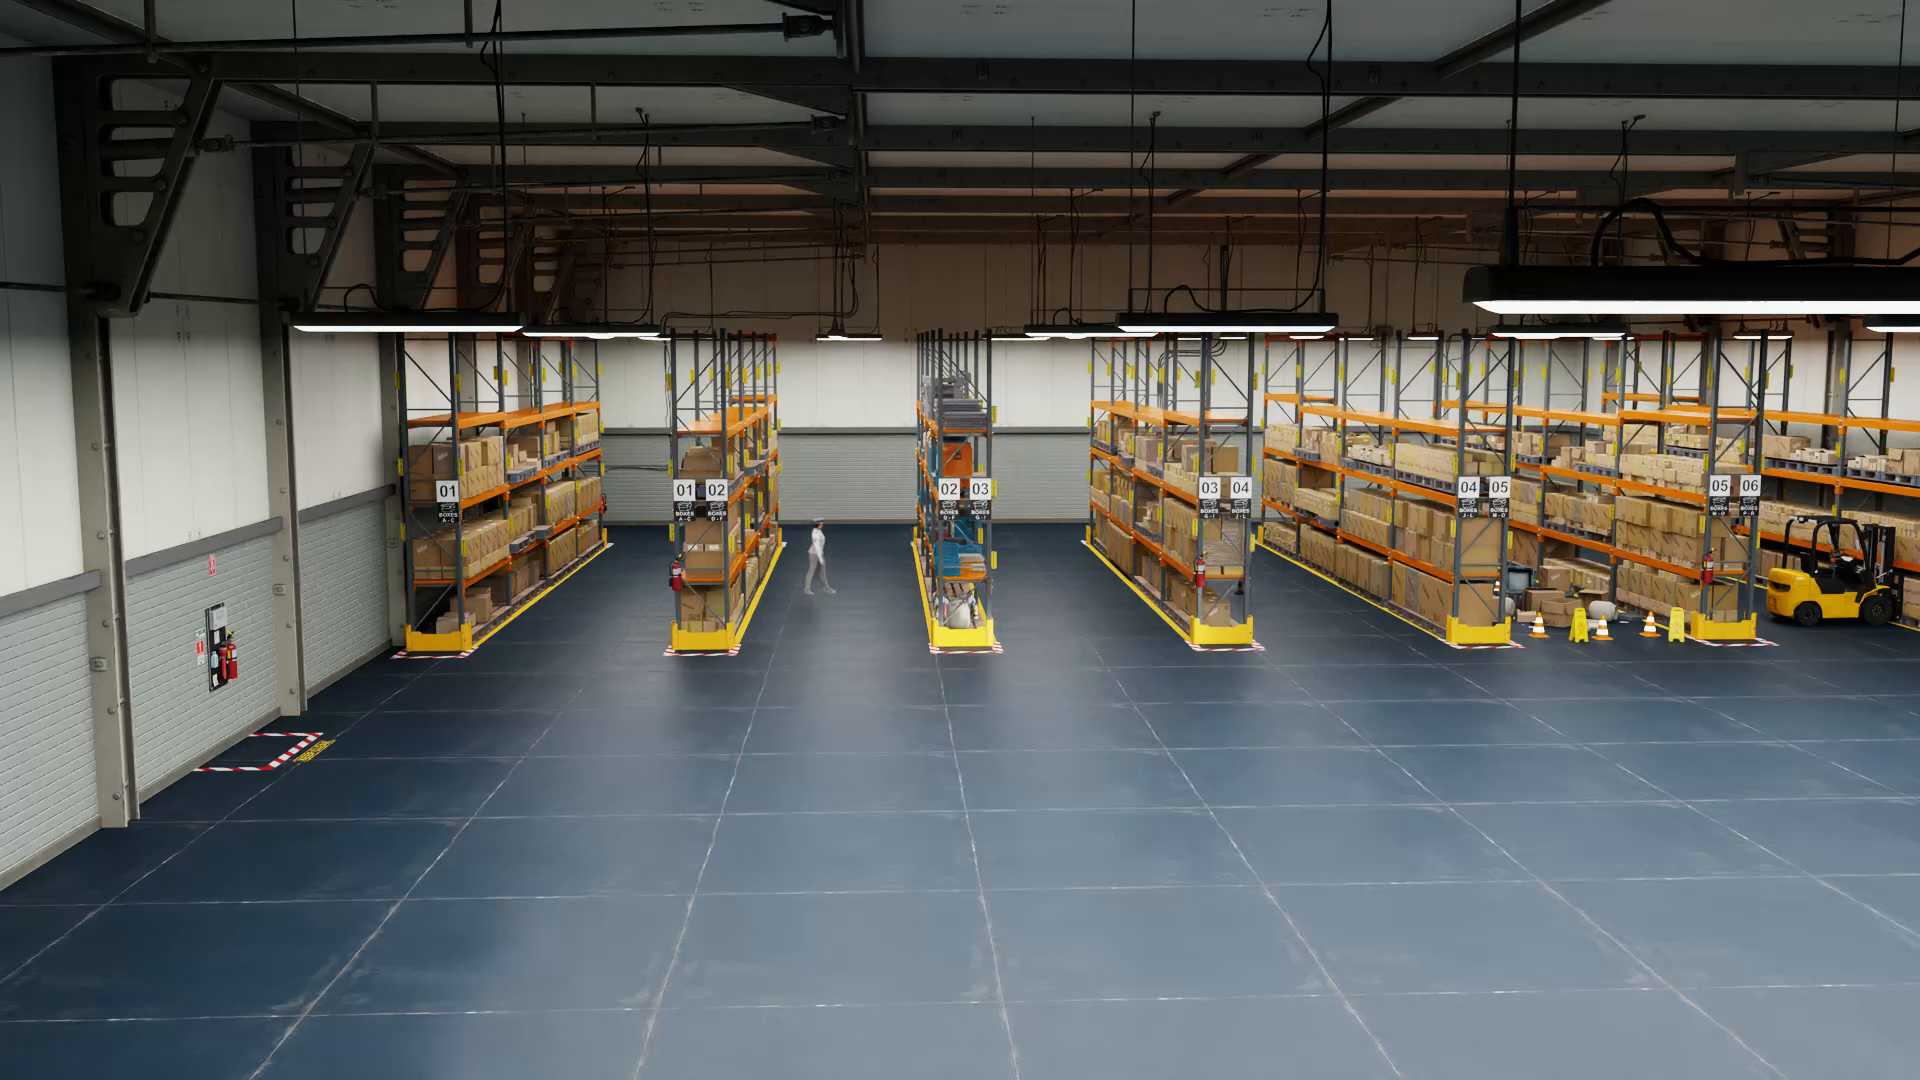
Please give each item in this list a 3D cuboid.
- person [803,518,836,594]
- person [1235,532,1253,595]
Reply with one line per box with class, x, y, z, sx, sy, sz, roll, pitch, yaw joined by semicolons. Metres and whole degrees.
person;-3.072;0.349;36.184;0.603;1.672;0.636;1;7;12
person;6.449;0.392;38.081;0.585;1.721;0.525;-5;9;-38
